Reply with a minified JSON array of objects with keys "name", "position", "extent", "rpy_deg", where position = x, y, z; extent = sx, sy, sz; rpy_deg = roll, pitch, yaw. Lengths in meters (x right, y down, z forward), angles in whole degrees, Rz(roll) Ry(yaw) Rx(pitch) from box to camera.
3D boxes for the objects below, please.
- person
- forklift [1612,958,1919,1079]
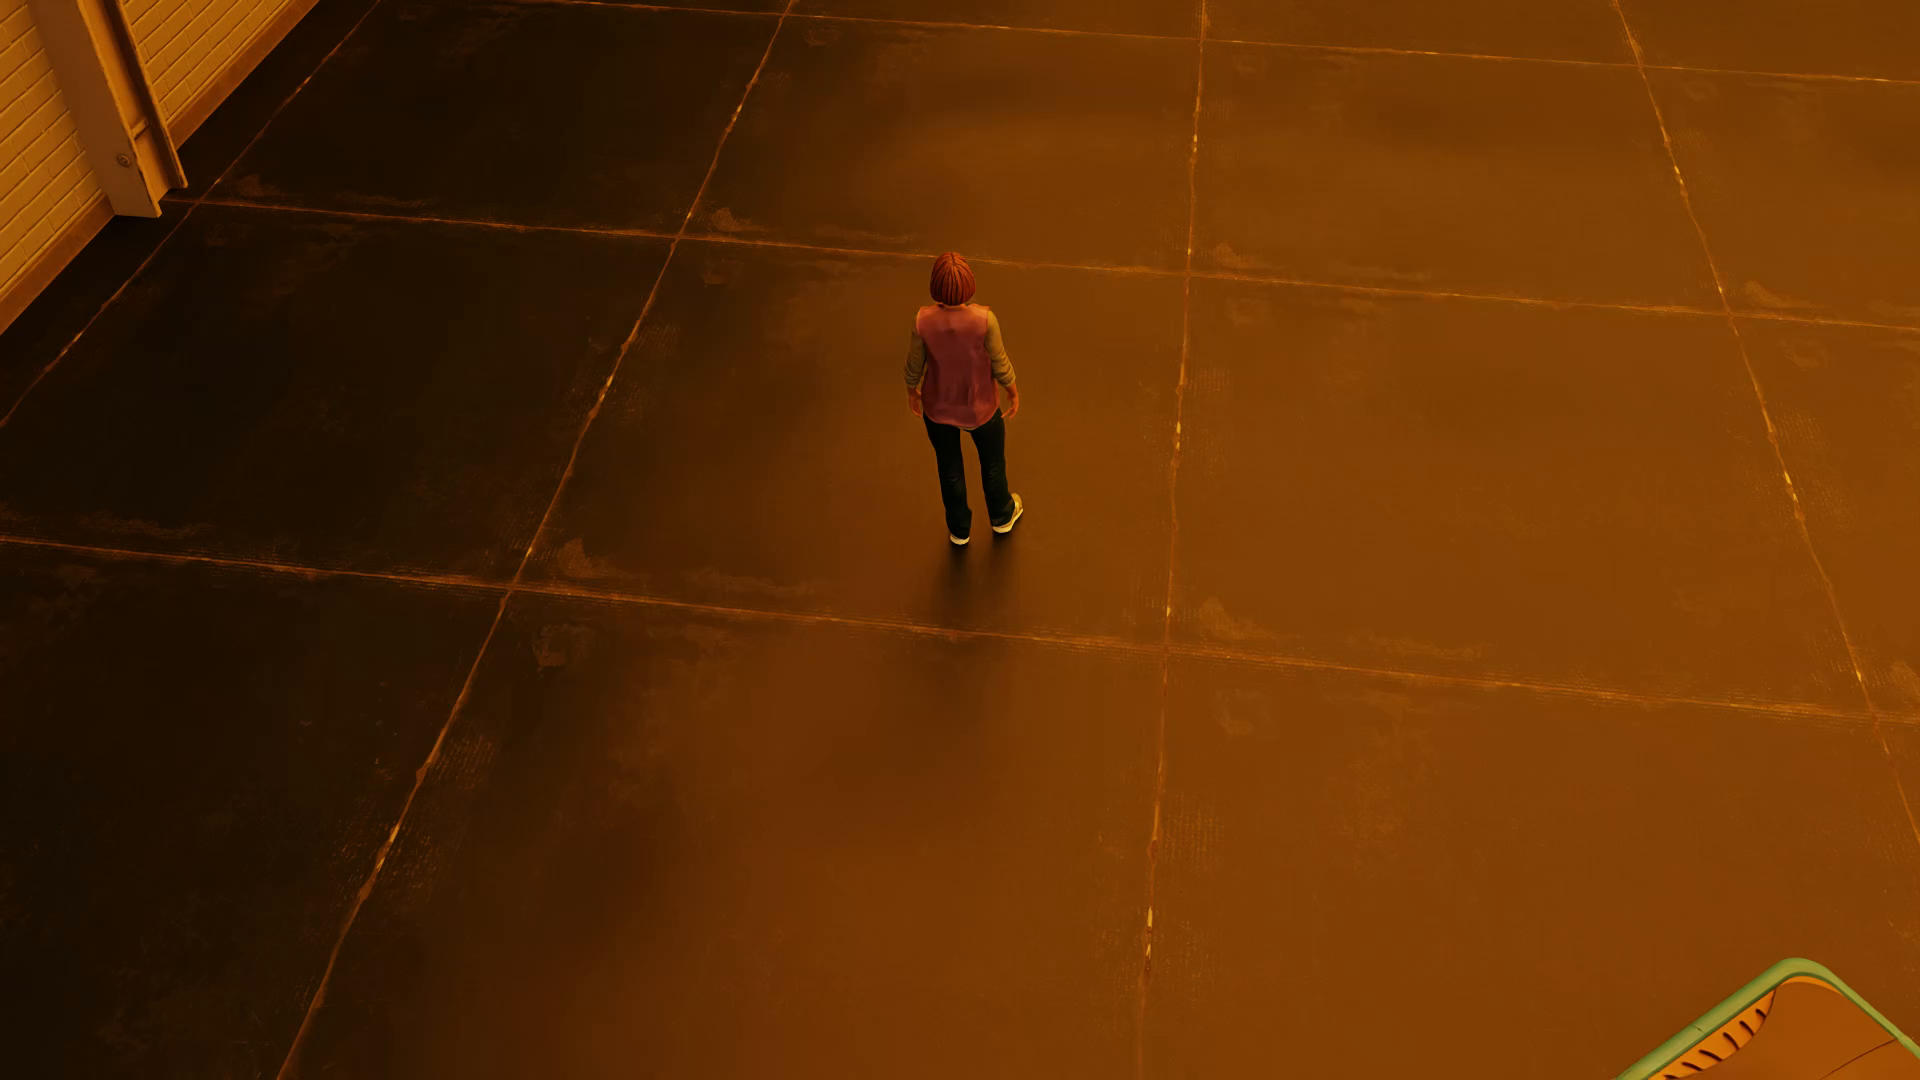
[{"name":"person","position":[0.024,-0.642,7.398],"extent":[0.520,1.597,0.476],"rpy_deg":[5,43,6]},{"name":"forklift","position":[2.908,1.955,3.597],"extent":[1.130,2.935,3.031],"rpy_deg":[-23,47,-23]}]
